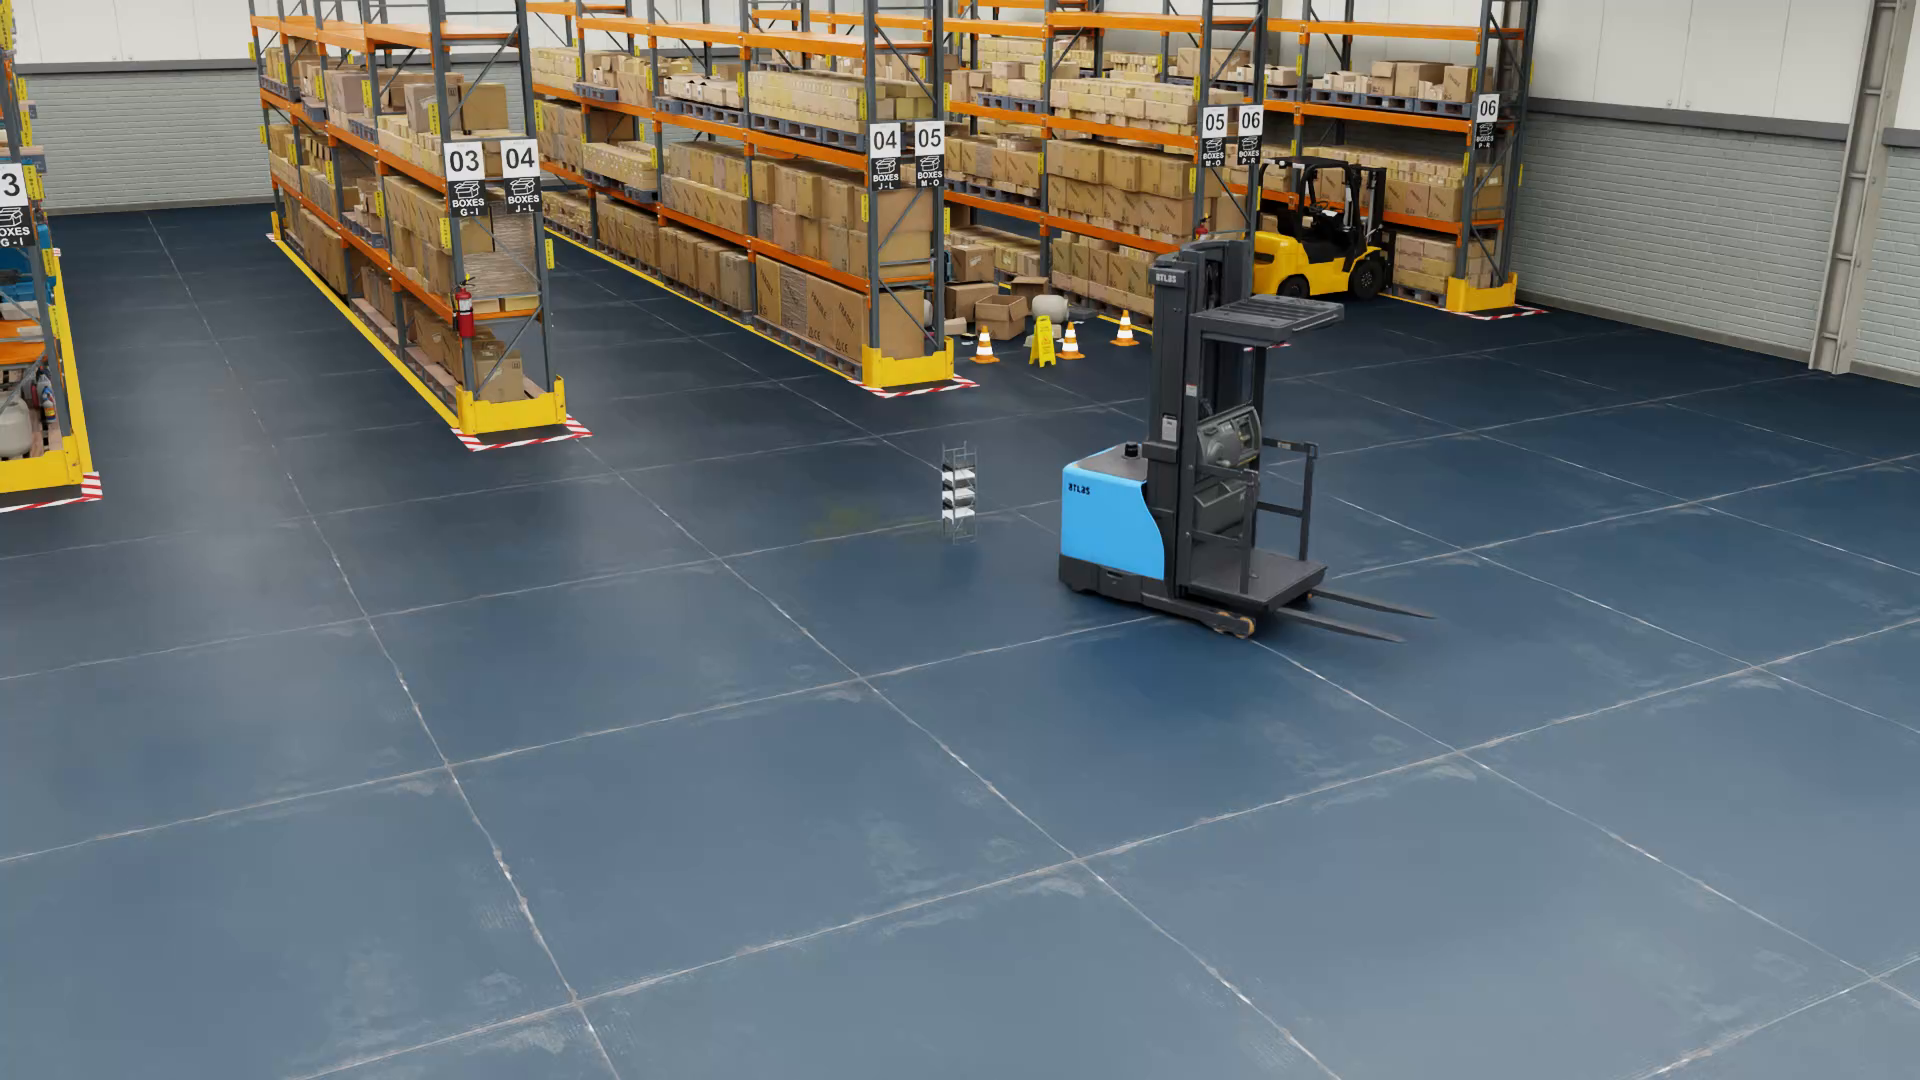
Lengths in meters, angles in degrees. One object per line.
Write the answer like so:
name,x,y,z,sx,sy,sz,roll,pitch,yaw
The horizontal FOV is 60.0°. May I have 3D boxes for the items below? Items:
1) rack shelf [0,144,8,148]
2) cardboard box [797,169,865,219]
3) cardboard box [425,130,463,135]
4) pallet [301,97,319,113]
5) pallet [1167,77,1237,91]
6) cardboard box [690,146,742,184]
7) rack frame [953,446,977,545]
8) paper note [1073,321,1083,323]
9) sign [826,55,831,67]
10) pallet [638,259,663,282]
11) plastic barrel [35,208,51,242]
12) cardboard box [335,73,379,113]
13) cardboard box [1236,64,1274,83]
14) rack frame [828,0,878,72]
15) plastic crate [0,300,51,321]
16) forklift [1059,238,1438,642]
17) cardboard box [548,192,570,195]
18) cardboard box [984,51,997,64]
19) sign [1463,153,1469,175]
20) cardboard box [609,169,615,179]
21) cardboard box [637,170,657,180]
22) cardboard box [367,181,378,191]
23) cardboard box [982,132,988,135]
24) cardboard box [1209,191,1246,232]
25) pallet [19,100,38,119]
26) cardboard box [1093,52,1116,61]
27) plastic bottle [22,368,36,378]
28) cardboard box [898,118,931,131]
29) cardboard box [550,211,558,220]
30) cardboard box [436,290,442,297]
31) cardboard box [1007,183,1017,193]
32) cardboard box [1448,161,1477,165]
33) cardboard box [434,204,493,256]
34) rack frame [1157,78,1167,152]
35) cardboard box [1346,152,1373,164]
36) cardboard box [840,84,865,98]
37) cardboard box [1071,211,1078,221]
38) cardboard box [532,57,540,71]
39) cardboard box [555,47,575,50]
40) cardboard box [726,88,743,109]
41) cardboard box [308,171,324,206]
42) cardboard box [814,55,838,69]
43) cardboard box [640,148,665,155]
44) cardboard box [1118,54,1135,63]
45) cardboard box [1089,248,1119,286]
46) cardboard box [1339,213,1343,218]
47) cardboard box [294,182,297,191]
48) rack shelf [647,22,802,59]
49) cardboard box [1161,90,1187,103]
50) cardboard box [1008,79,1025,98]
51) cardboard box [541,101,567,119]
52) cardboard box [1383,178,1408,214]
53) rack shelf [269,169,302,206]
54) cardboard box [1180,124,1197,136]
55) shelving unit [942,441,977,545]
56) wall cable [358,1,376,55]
rack shelf,-12.287,-4.742,20.897,1.077,0.370,4.000,-10,21,-27
cardboard box,-1.663,-4.599,22.094,0.875,0.550,0.500,-10,21,-27
cardboard box,-5.880,-4.589,18.969,0.380,0.149,0.250,-10,21,-26
pallet,-9.764,-6.831,26.139,1.003,0.211,1.213,-9,21,-24
pallet,4.611,-8.458,30.853,1.213,0.211,1.003,-9,21,-24
cardboard box,-3.773,-5.842,25.895,0.700,0.500,0.500,-10,22,-27
rack frame,0.044,-0.399,15.025,0.240,0.900,0.006,-10,21,-27
paper note,1.737,-3.213,24.514,0.148,0.019,0.142,16,25,39
sign,-2.544,-9.302,32.095,0.100,0.325,0.005,-10,21,-27
pallet,-4.835,-4.651,28.404,1.003,0.211,1.213,-10,21,-27
plastic barrel,-12.750,-4.216,22.661,0.600,0.536,0.708,-10,21,-27
cardboard box,-8.398,-6.242,23.224,0.500,0.500,0.500,-11,22,-28
cardboard box,5.187,-8.174,29.080,0.500,0.311,0.500,-11,22,-28
rack frame,-2.056,-10.524,31.954,1.000,3.000,0.127,-10,21,-27
plastic crate,-10.343,-2.538,18.411,0.530,0.136,0.437,-10,21,-27
forklift,2.305,-0.808,13.099,3.031,2.935,1.130,14,24,36
cardboard box,-8.077,-6.909,33.490,0.380,0.149,0.250,-10,21,-26
cardboard box,0.873,-10.633,36.641,0.500,0.250,0.500,-11,22,-28
sign,7.525,-5.593,24.721,0.100,0.325,0.005,-10,21,-27
cardboard box,-5.840,-6.341,28.770,0.380,0.149,0.250,-11,22,-29
cardboard box,-5.100,-6.036,27.429,0.380,0.149,0.250,-9,21,-26
cardboard box,-8.233,-4.957,24.221,0.700,0.500,0.500,-7,20,-19
cardboard box,0.709,-9.133,37.504,0.380,0.149,0.250,-9,21,-25
cardboard box,3.662,-4.610,23.403,0.500,0.500,0.500,-10,22,-27
pallet,-14.678,-6.505,25.194,1.213,0.211,1.003,-10,21,-27
cardboard box,2.850,-9.557,32.882,0.380,0.149,0.250,-10,21,-26
plastic bottle,-10.905,-1.883,19.494,0.144,0.351,0.185,-10,21,-27
cardboard box,-0.546,-5.141,20.539,0.380,0.149,0.250,-10,21,-26
cardboard box,-7.951,-6.469,33.125,0.380,0.149,0.250,-10,21,-26
cardboard box,-6.004,-2.996,19.719,0.380,0.149,0.250,-10,21,-27
cardboard box,0.992,-5.723,26.979,0.380,0.149,0.250,-10,22,-28
cardboard box,7.805,-5.791,25.831,0.380,0.149,0.250,-10,21,-26
cardboard box,-5.558,-3.489,18.620,0.500,0.500,0.500,-10,21,-27
rack frame,4.210,-7.310,31.836,1.000,3.000,0.127,-10,21,-27
cardboard box,6.511,-6.226,27.090,0.380,0.149,0.250,-10,22,-28
cardboard box,-1.242,-5.486,20.316,0.380,0.149,0.250,-10,21,-26
cardboard box,1.929,-4.997,25.518,0.380,0.149,0.250,-10,21,-27
cardboard box,-8.035,-9.308,32.492,0.500,0.250,0.500,-10,22,-27
cardboard box,-7.797,-9.680,32.959,0.380,0.149,0.250,-10,21,-26
cardboard box,-3.042,-6.367,23.937,0.500,0.250,0.500,-10,21,-26
cardboard box,-10.302,-5.742,27.138,0.500,0.500,0.500,-11,22,-28
cardboard box,-2.641,-9.422,32.768,0.396,0.266,0.258,-9,21,-25
cardboard box,-5.384,-6.794,29.171,0.380,0.149,0.250,-11,22,-29
cardboard box,3.292,-9.339,32.281,0.380,0.149,0.250,-11,22,-28
cardboard box,2.295,-4.133,25.050,0.500,0.500,0.500,-9,21,-24
cardboard box,6.514,-5.422,28.403,0.500,0.250,0.500,-10,21,-26
cardboard box,-11.333,-6.145,28.846,0.380,0.149,0.250,-10,21,-26
rack shelf,-3.515,-7.477,24.839,1.077,0.370,4.000,-10,21,-27
cardboard box,2.996,-6.121,22.956,0.380,0.149,0.250,-10,22,-27
cardboard box,1.102,-7.229,26.588,0.500,0.250,0.500,-10,21,-26
cardboard box,-8.039,-8.388,32.817,0.500,0.500,0.500,-9,21,-25
cardboard box,7.062,-5.459,26.318,0.500,0.500,0.500,-10,22,-28
rack shelf,-11.727,-6.387,30.265,1.077,0.370,4.000,-10,21,-27
cardboard box,3.227,-5.602,22.672,0.380,0.149,0.250,-10,21,-26
shelving unit,-0.004,-0.428,15.110,0.258,0.900,0.210,-10,21,-27
wall cable,-12.328,-13.815,36.560,2.277,5.999,0.120,-10,21,-27
